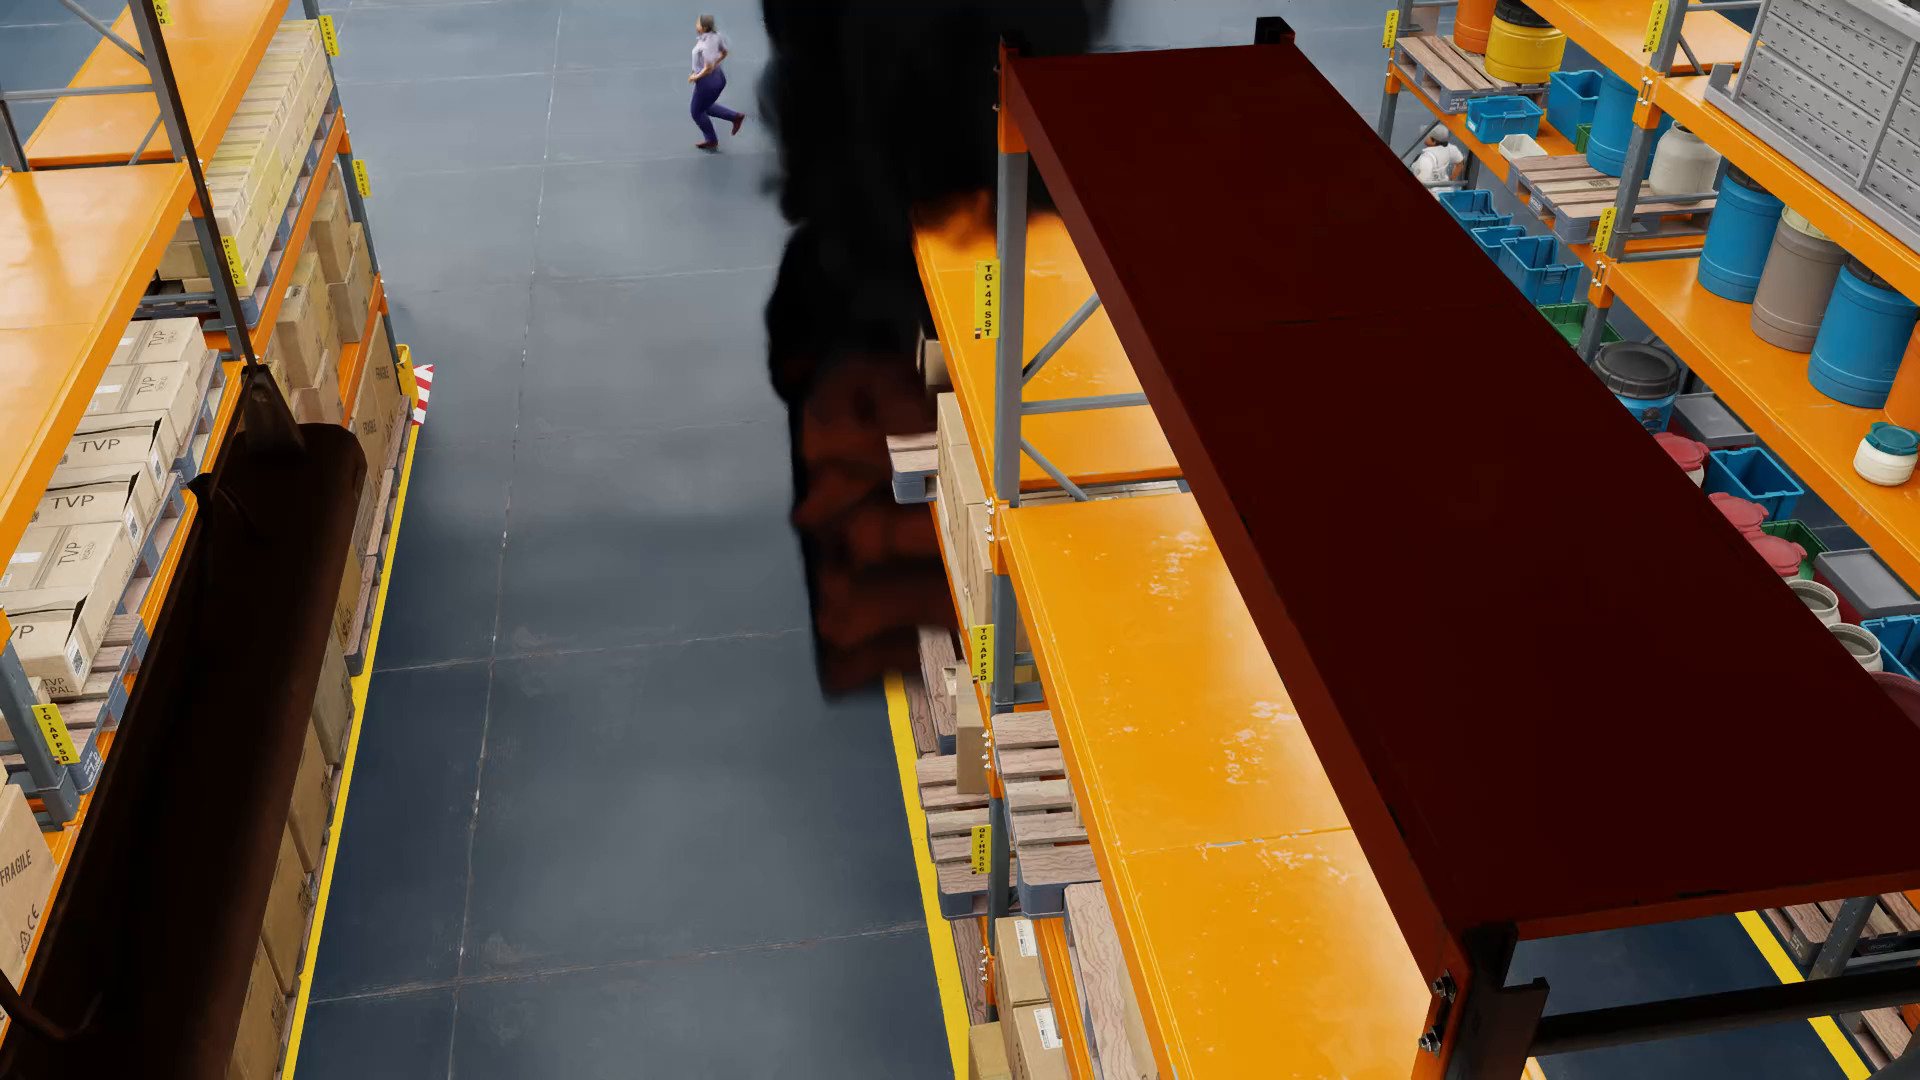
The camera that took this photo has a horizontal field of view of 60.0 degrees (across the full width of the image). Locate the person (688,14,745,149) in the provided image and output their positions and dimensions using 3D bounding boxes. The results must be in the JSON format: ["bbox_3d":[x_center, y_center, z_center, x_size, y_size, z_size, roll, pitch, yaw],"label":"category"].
[{"bbox_3d":[-2.872,-5.324,19.365,0.607,1.608,0.608,8,37,11],"label":"person"}]

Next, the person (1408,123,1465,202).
[{"bbox_3d":[4.675,-3.496,16.842,0.603,1.602,0.615,22,42,27],"label":"person"}]
